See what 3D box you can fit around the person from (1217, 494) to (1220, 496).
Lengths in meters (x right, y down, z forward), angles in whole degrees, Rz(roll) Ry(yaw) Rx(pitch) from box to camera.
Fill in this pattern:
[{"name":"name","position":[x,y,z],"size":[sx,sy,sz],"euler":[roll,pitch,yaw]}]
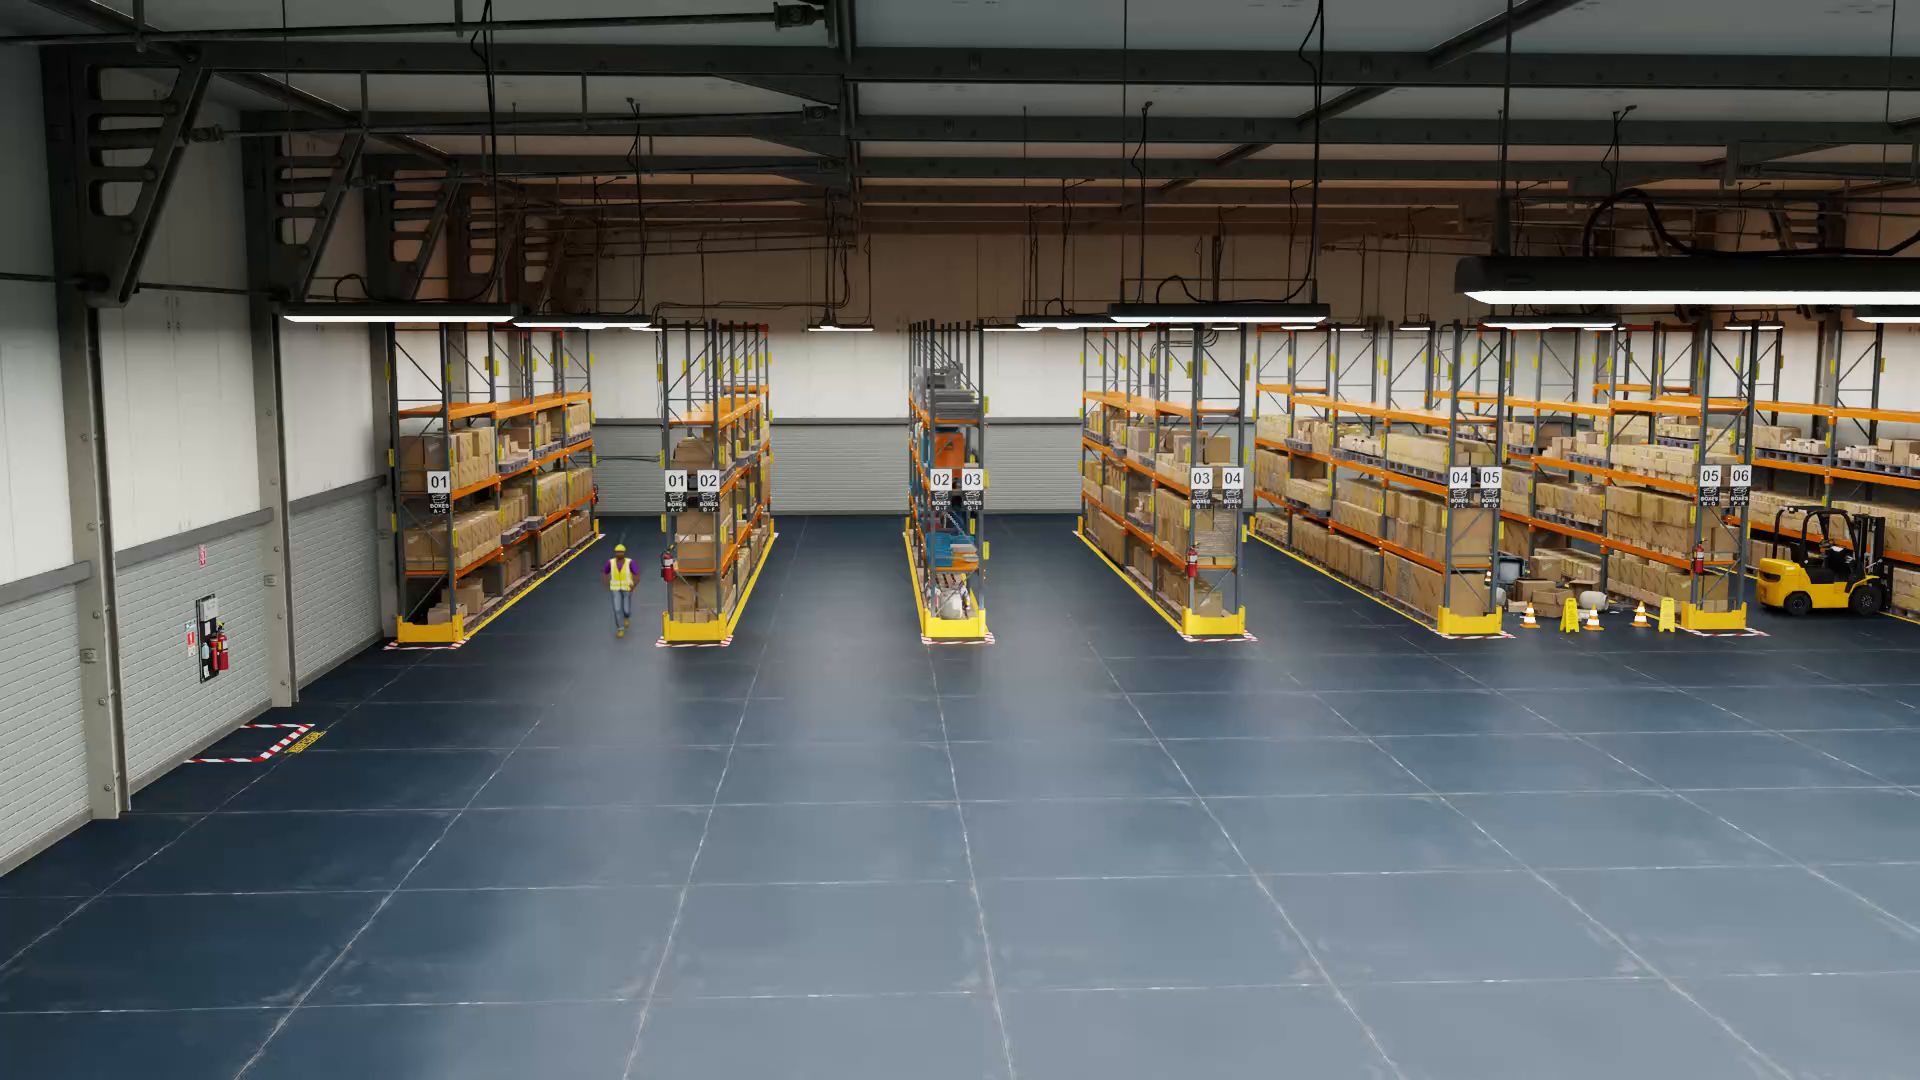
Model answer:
[{"name":"person","position":[7.428,-1.067,48.399],"size":[0.729,1.675,0.615],"euler":[-6,9,-40]}]

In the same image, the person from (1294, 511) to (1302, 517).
[{"name":"person","position":[10.059,-1.126,48.614],"size":[0.733,1.793,0.678],"euler":[-5,8,-33]}]

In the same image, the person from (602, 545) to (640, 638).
[{"name":"person","position":[-6.476,0.942,31.792],"size":[0.719,1.743,0.788],"euler":[-1,7,-7]}]

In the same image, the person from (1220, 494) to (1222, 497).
[{"name":"person","position":[7.704,-1.156,48.767],"size":[0.949,1.697,0.709],"euler":[-4,8,-31]}]
